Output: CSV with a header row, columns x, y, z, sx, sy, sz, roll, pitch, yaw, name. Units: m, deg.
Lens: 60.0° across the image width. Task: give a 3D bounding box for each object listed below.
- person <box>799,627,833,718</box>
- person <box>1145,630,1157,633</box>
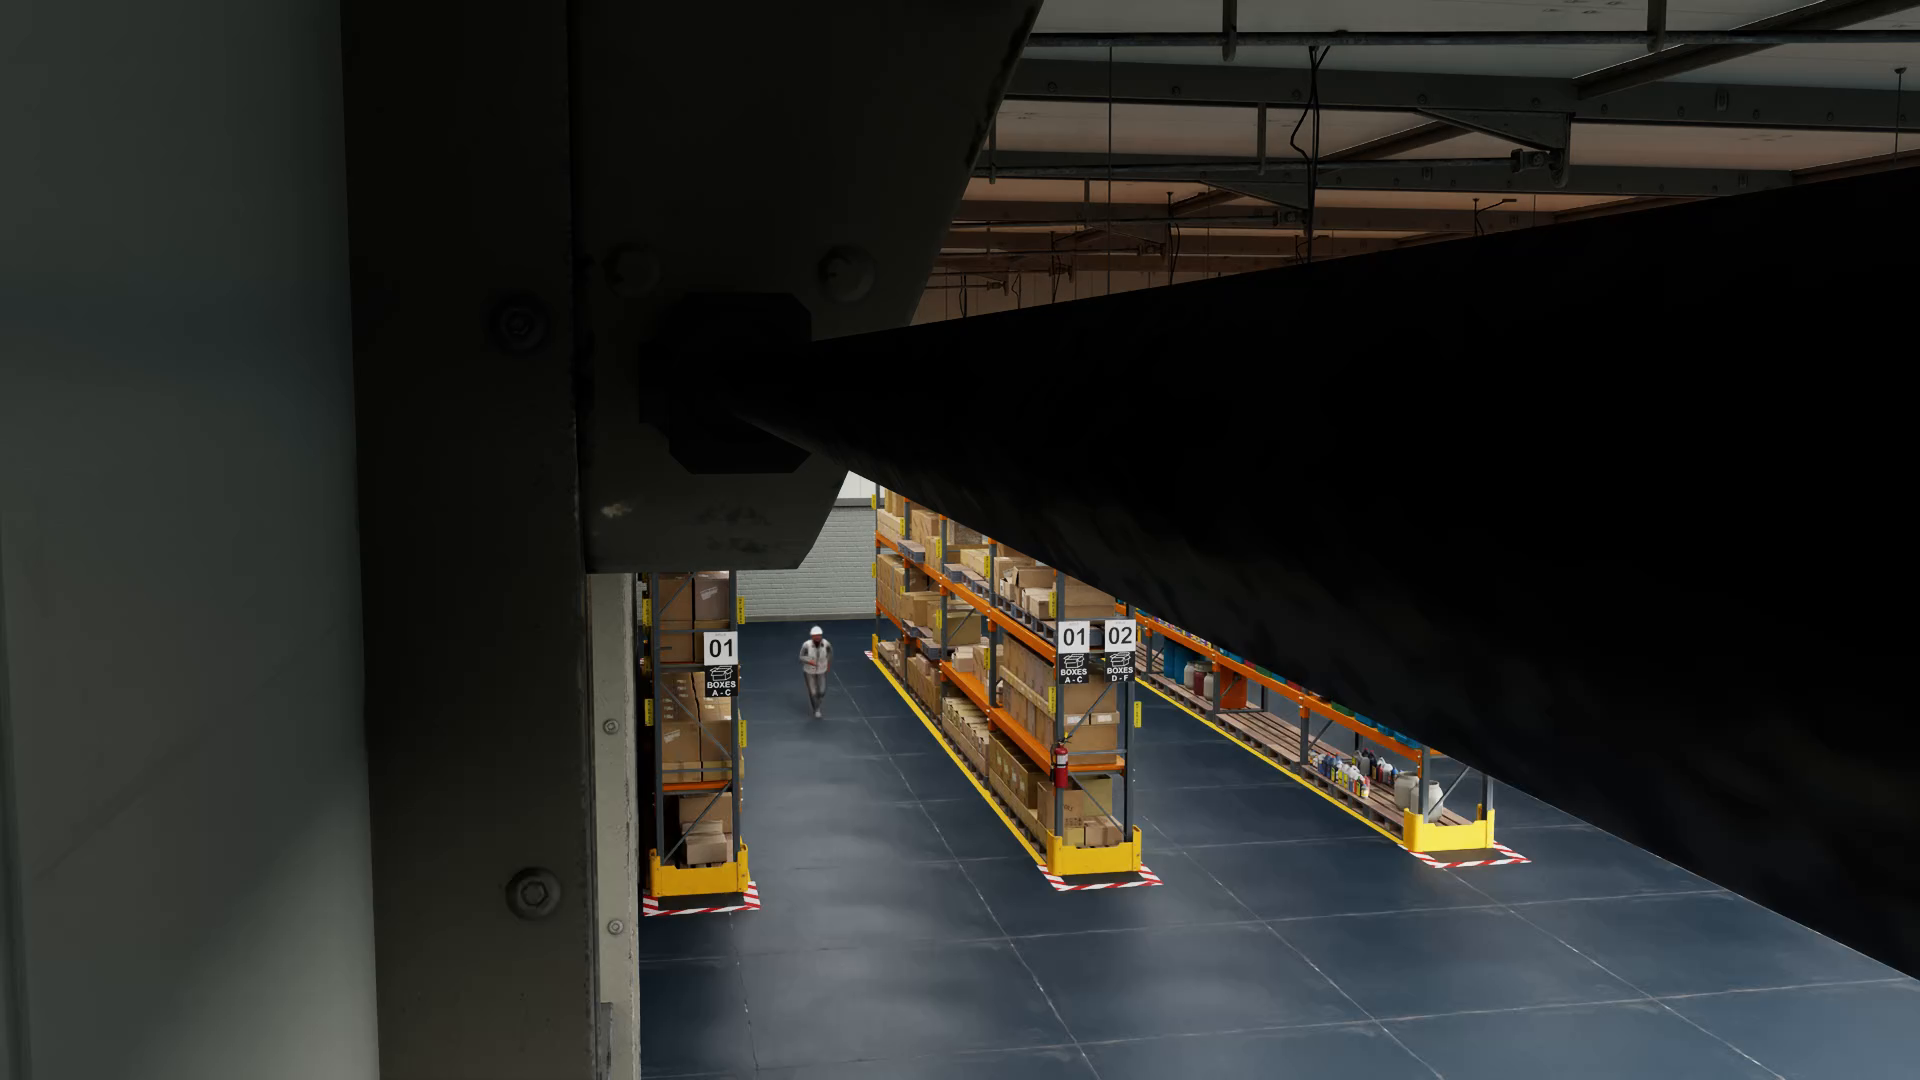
x,y,z,sx,sy,sz,roll,pitch,yaw,name
-2.605,2.397,30.238,0.649,1.702,0.724,-1,6,-12,person
4.706,1.436,40.052,0.677,1.617,0.606,1,6,13,person
